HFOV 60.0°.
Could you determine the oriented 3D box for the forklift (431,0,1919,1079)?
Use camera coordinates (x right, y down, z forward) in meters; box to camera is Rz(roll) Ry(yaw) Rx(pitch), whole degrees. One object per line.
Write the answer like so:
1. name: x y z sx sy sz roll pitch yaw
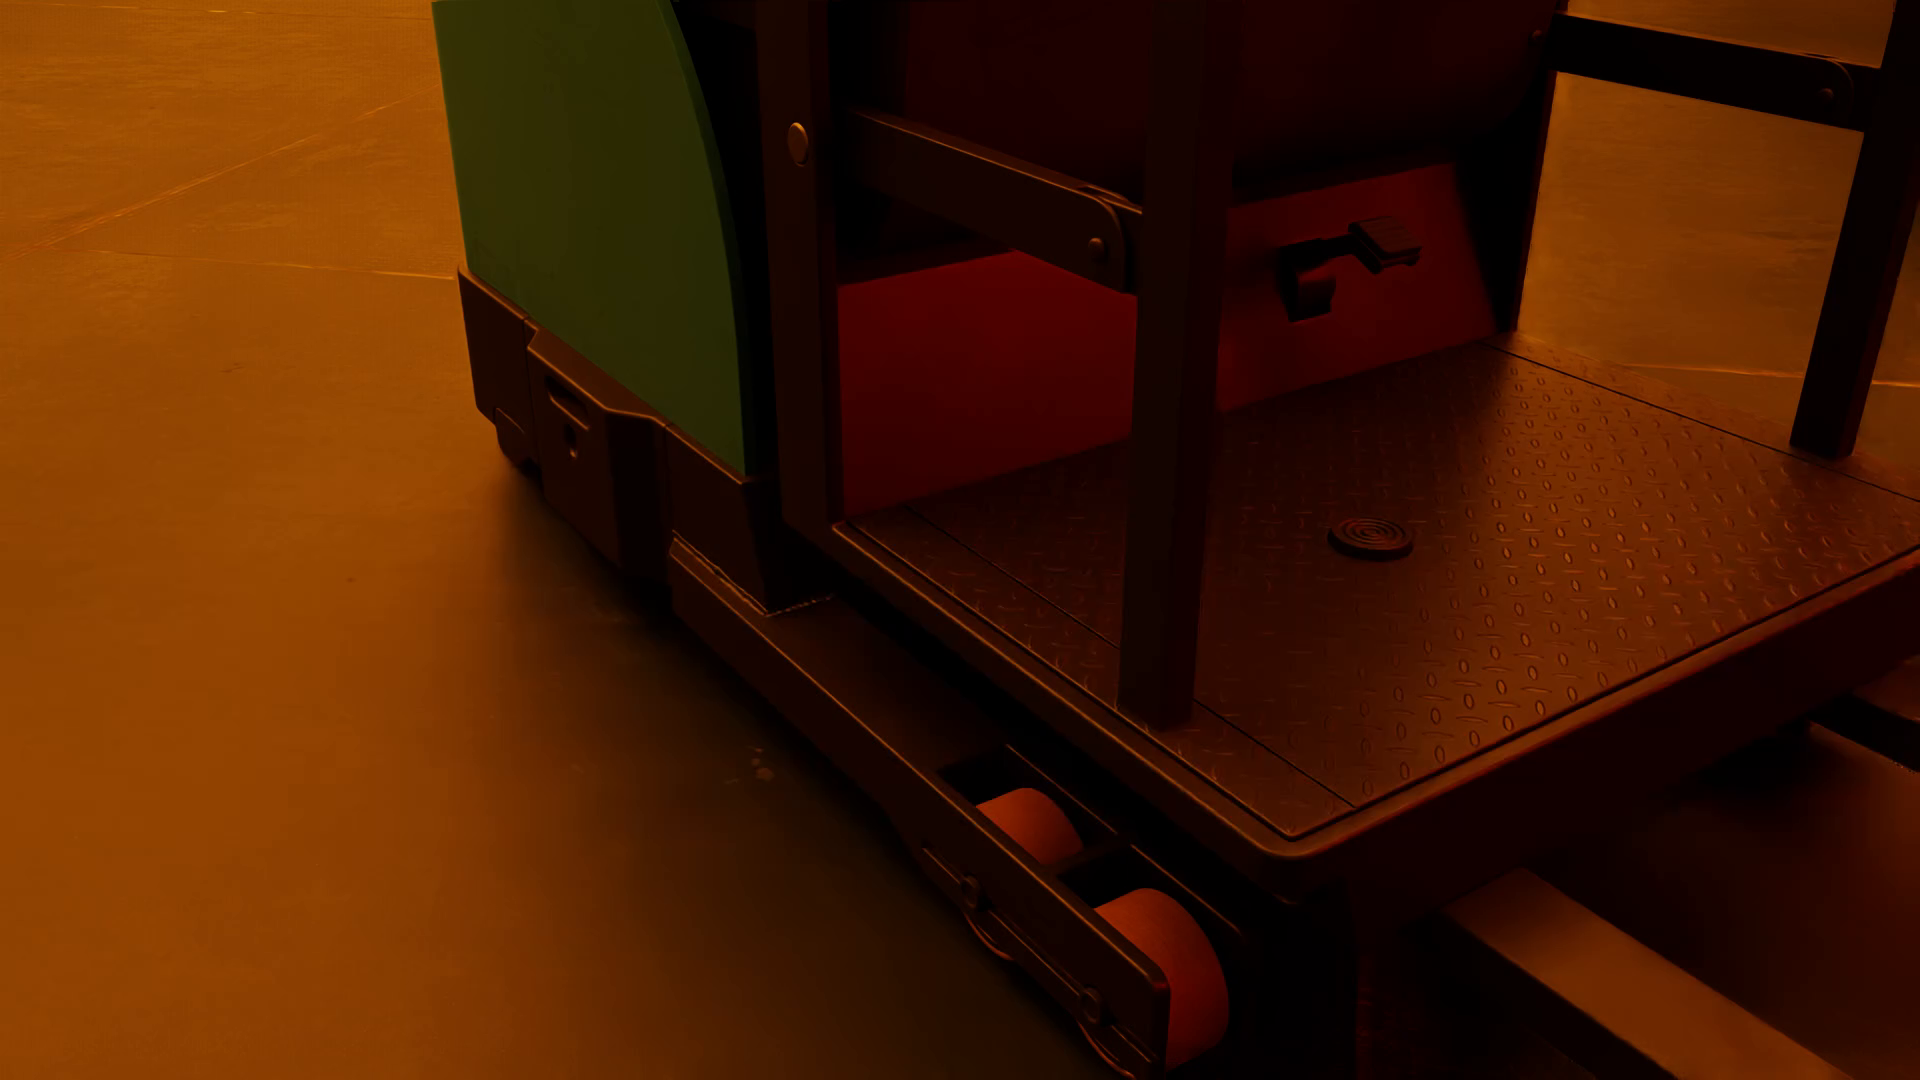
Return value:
1. forklift: 0.425 -1.063 1.354 1.130 2.935 3.031 -17 31 -30
